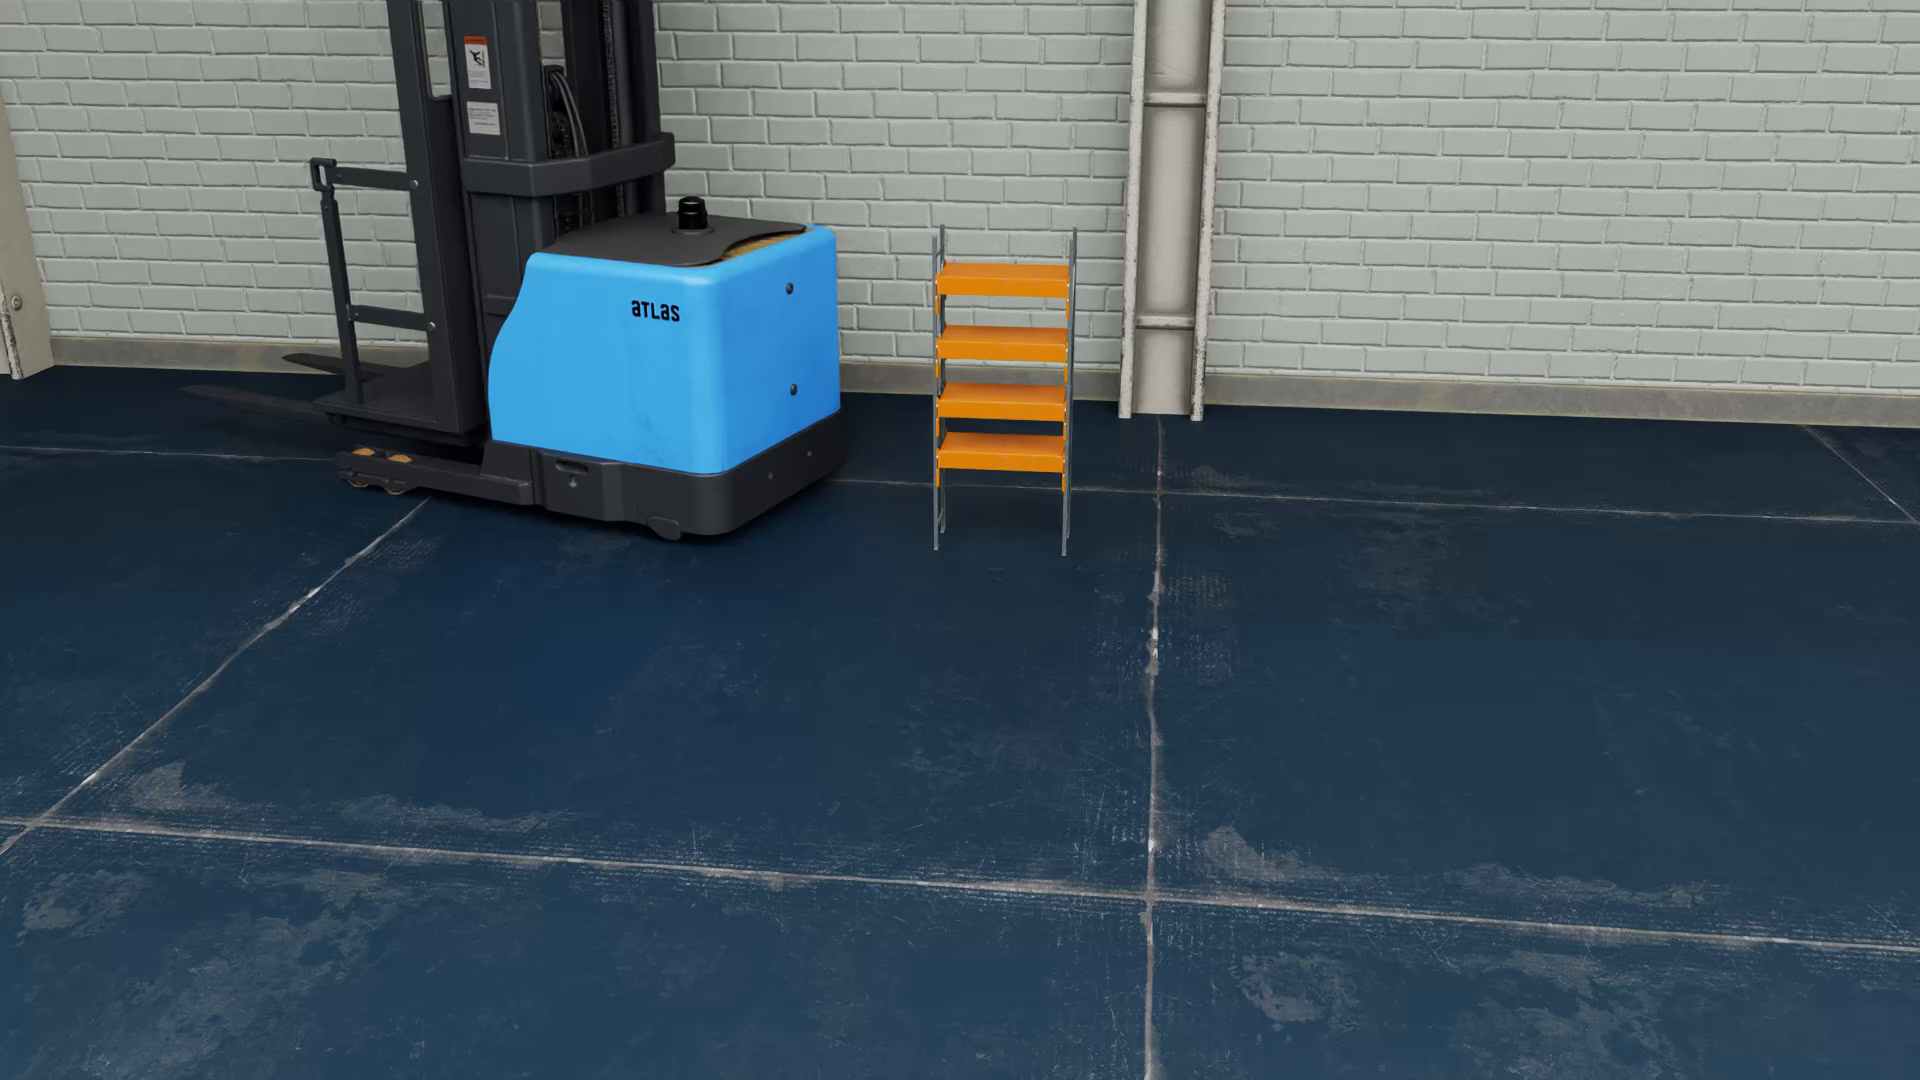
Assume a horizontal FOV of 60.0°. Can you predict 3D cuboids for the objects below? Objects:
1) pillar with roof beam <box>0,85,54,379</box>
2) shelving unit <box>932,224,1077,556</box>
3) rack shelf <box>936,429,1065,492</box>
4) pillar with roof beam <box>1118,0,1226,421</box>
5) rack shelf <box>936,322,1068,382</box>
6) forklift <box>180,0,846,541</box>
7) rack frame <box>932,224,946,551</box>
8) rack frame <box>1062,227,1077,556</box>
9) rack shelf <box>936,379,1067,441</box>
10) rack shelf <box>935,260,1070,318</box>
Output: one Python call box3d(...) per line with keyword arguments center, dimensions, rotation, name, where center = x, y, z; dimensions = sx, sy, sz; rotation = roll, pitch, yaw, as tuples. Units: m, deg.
box3d(center=(-5.496, -3.502, 3.058), dimensions=(0.400, 9.000, 9.100), rotation=(2, 22, 6), name="pillar with roof beam")
box3d(center=(0.164, -0.551, 6.201), dimensions=(0.503, 1.200, 0.258), rotation=(2, 22, 6), name="shelving unit")
box3d(center=(0.164, -0.304, 6.299), dimensions=(0.480, 0.148, 0.258), rotation=(2, 22, 6), name="rack shelf")
box3d(center=(0.462, -3.242, 2.401), dimensions=(0.400, 9.000, 9.100), rotation=(2, 22, 6), name="pillar with roof beam")
box3d(center=(0.164, -0.696, 6.144), dimensions=(0.480, 0.148, 0.258), rotation=(2, 22, 6), name="rack shelf")
box3d(center=(-2.045, -1.713, 6.787), dimensions=(3.031, 2.935, 1.130), rotation=(10, 24, 24), name="forklift")
box3d(center=(-0.078, -0.561, 6.228), dimensions=(0.015, 1.200, 0.240), rotation=(2, 22, 6), name="rack frame")
box3d(center=(0.407, -0.540, 6.174), dimensions=(0.015, 1.200, 0.240), rotation=(2, 22, 6), name="rack frame")
box3d(center=(0.164, -0.488, 6.226), dimensions=(0.480, 0.148, 0.258), rotation=(2, 22, 6), name="rack shelf")
box3d(center=(0.164, -0.916, 6.057), dimensions=(0.480, 0.148, 0.258), rotation=(2, 22, 6), name="rack shelf")
